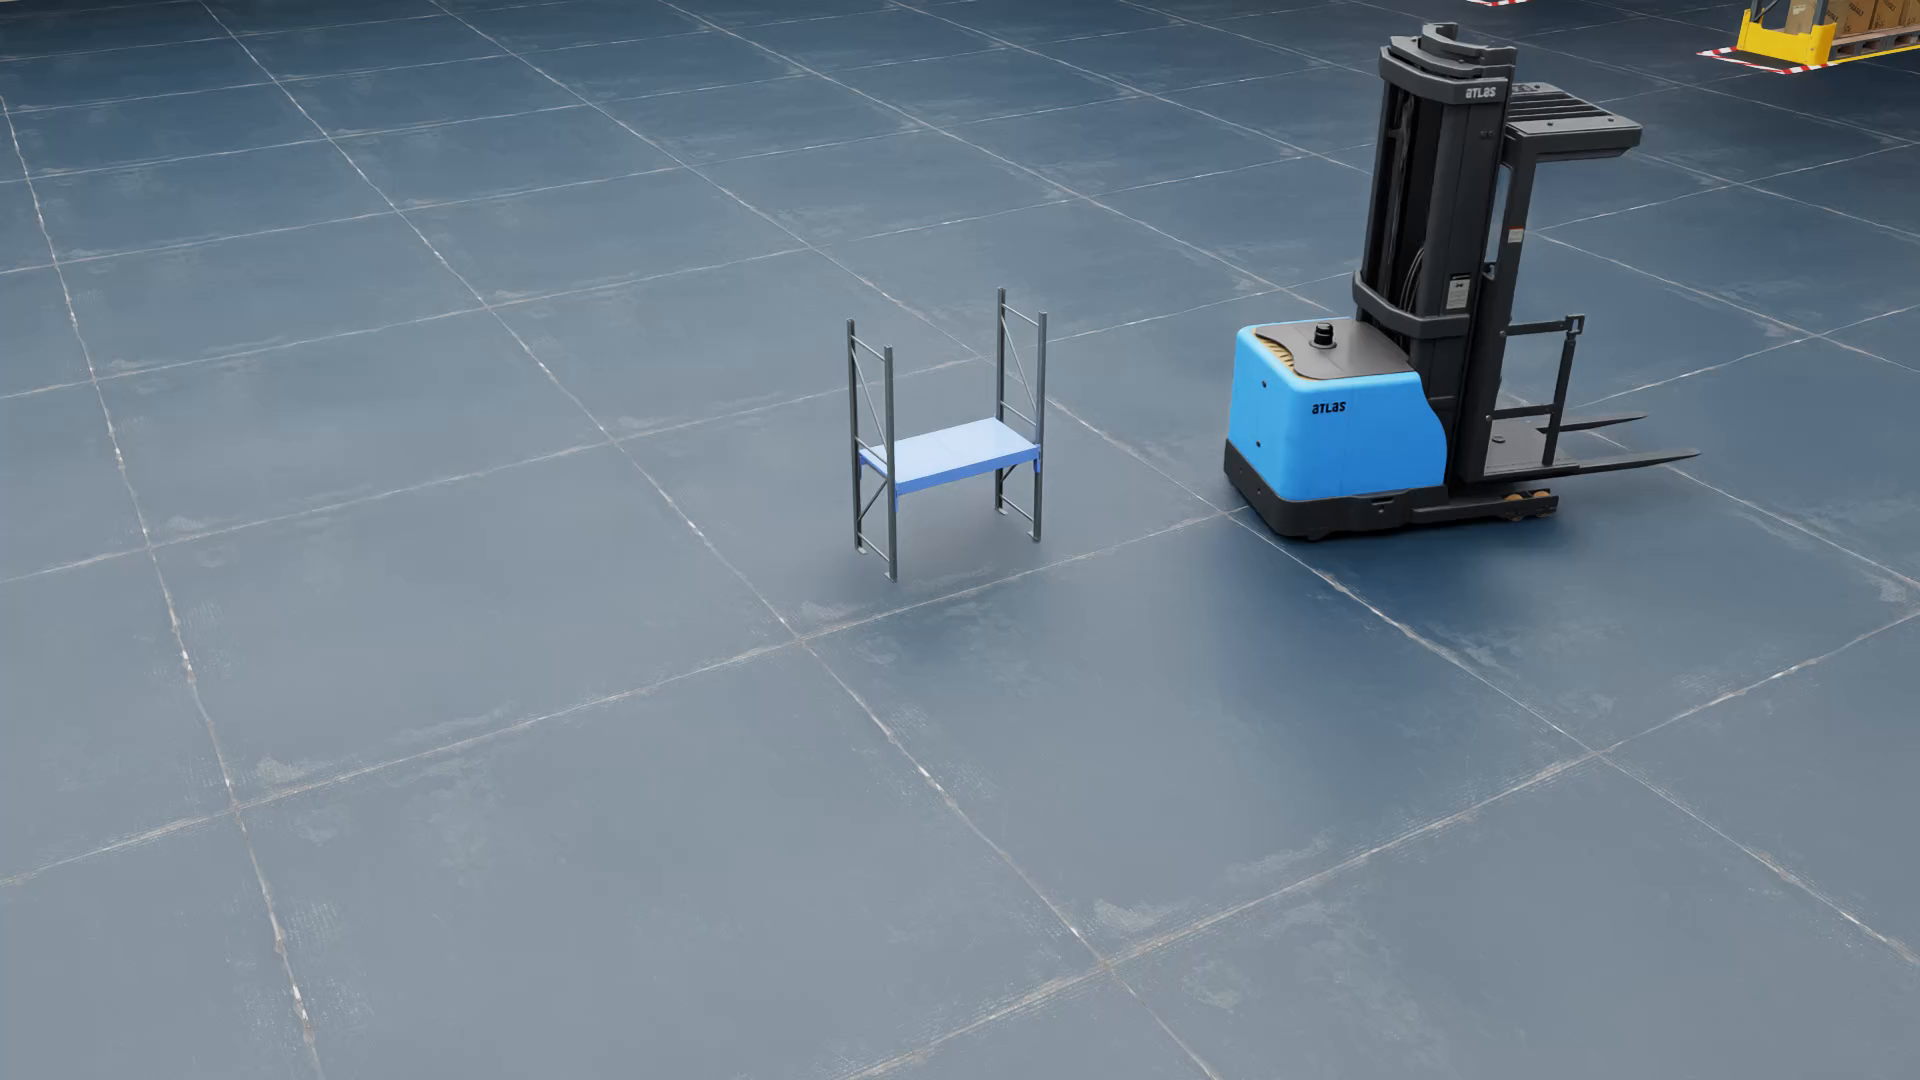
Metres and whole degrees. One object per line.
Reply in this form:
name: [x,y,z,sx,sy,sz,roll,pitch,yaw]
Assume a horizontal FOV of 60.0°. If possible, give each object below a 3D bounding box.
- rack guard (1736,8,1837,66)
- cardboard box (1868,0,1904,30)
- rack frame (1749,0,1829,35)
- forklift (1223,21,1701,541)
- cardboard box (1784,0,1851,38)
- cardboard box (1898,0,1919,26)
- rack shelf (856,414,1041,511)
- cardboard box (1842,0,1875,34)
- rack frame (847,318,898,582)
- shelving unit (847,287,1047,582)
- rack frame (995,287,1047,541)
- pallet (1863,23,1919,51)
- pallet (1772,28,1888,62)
rack guard: [10.817,-6.600,21.790,0.348,0.500,1.175,-16,33,-26]
cardboard box: [12.346,-7.217,22.474,0.500,0.500,0.500,-13,31,-22]
rack frame: [10.751,-7.676,21.152,0.127,3.000,1.000,-16,33,-26]
forklift: [3.322,-1.646,10.297,3.031,2.935,1.130,-7,30,-12]
cardboard box: [11.298,-6.911,21.919,0.500,0.500,0.500,-10,30,-17]
cardboard box: [12.849,-7.335,22.687,0.500,0.500,0.500,-19,34,-31]
rack shelf: [-0.074,-0.478,10.035,1.000,0.185,0.538,-16,33,-26]
cardboard box: [11.796,-7.072,22.210,0.500,0.500,0.500,-8,30,-13]
rack frame: [-0.512,-0.511,9.723,0.032,1.500,0.500,-16,33,-26]
shelving unit: [-0.074,-0.636,9.948,1.048,1.500,0.538,-16,33,-26]
rack frame: [0.365,-0.760,10.173,0.032,1.500,0.500,-16,33,-26]
pallet: [12.586,-6.954,22.731,1.213,0.211,1.003,-16,33,-26]
pallet: [11.535,-6.658,22.193,1.213,0.211,1.003,-16,33,-26]
